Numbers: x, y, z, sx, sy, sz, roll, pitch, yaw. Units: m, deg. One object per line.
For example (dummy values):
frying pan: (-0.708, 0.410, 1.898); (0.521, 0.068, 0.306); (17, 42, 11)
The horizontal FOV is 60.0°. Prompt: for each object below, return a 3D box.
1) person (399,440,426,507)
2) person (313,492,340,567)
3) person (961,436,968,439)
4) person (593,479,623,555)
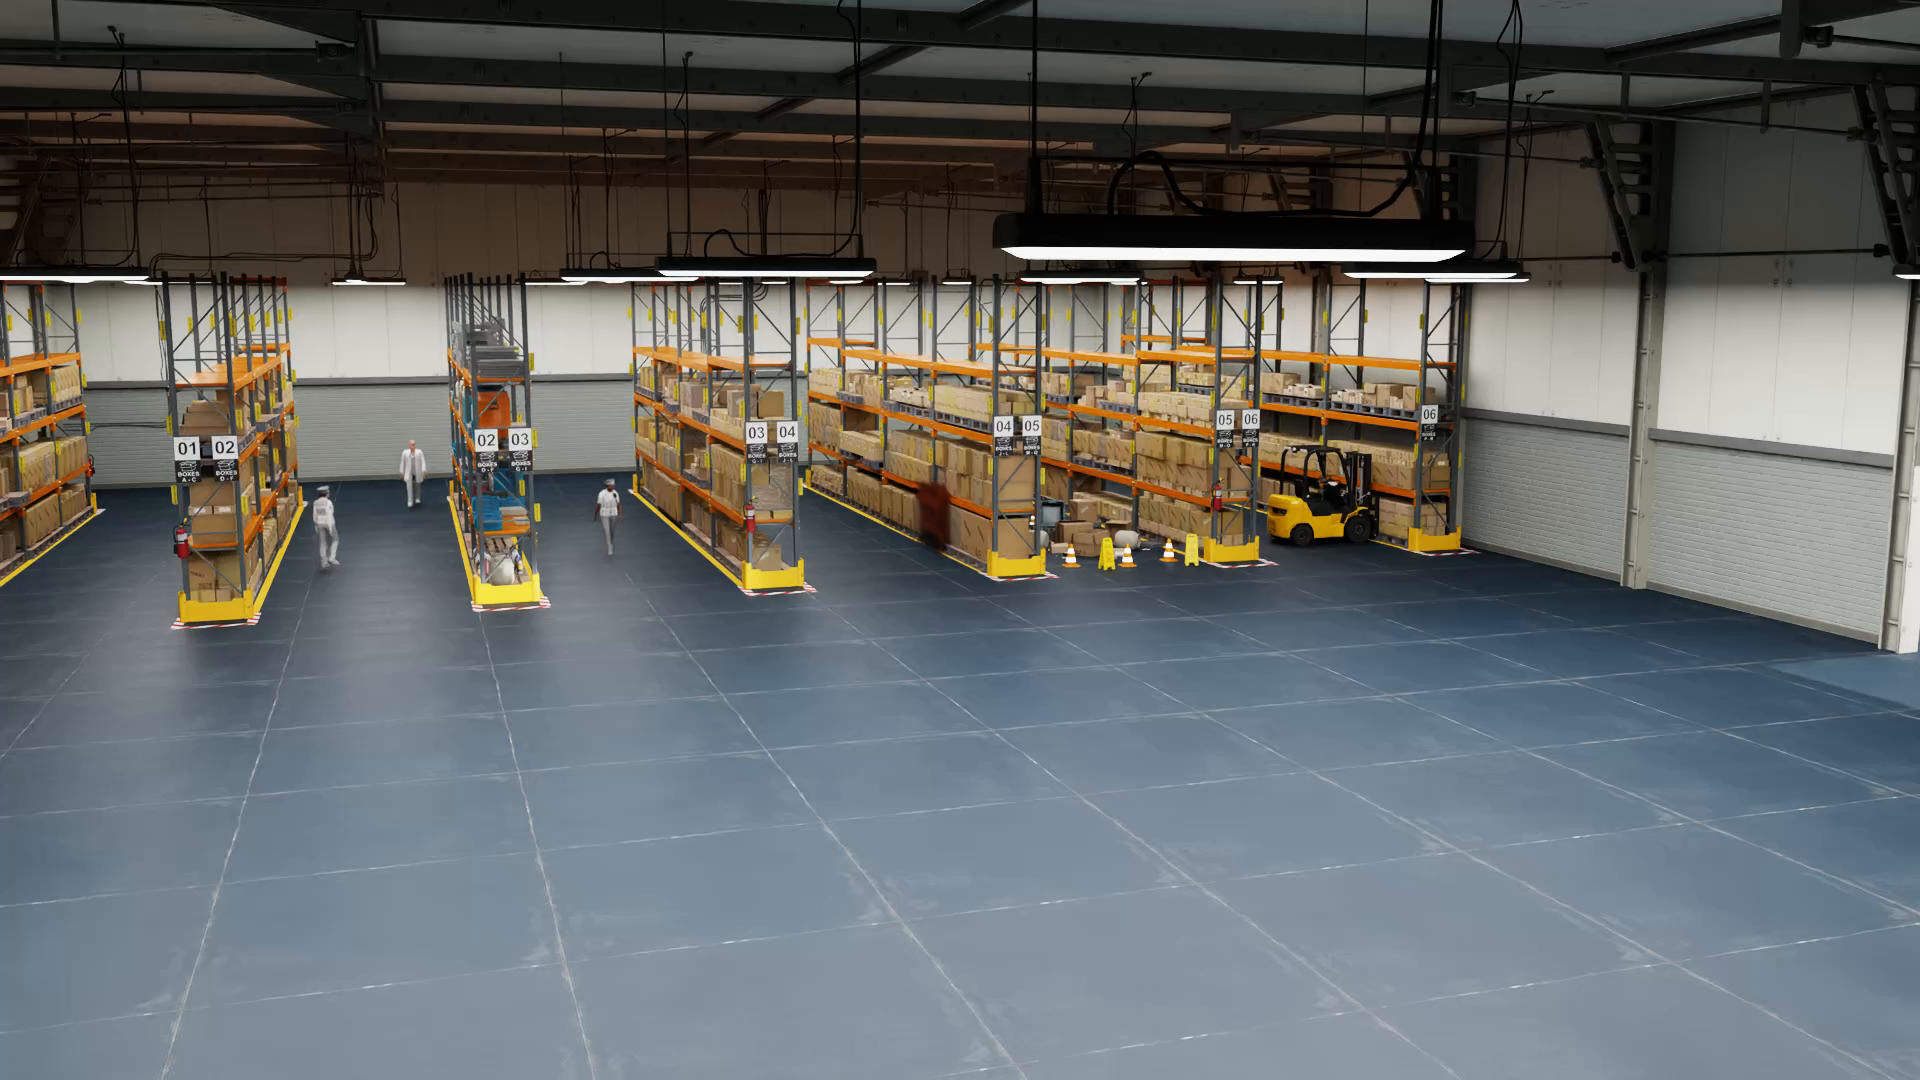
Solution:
person: (-14.475, -1.783, 43.977); (0.694, 1.713, 1.129); (-2, 9, -15)
person: (-13.114, -0.266, 34.301); (0.488, 1.632, 0.506); (0, 9, -2)
person: (0.333, -2.723, 51.208); (0.587, 1.447, 0.454); (-3, 9, -19)
person: (-7.638, -0.537, 36.123); (0.558, 1.610, 1.058); (-4, 10, -26)
